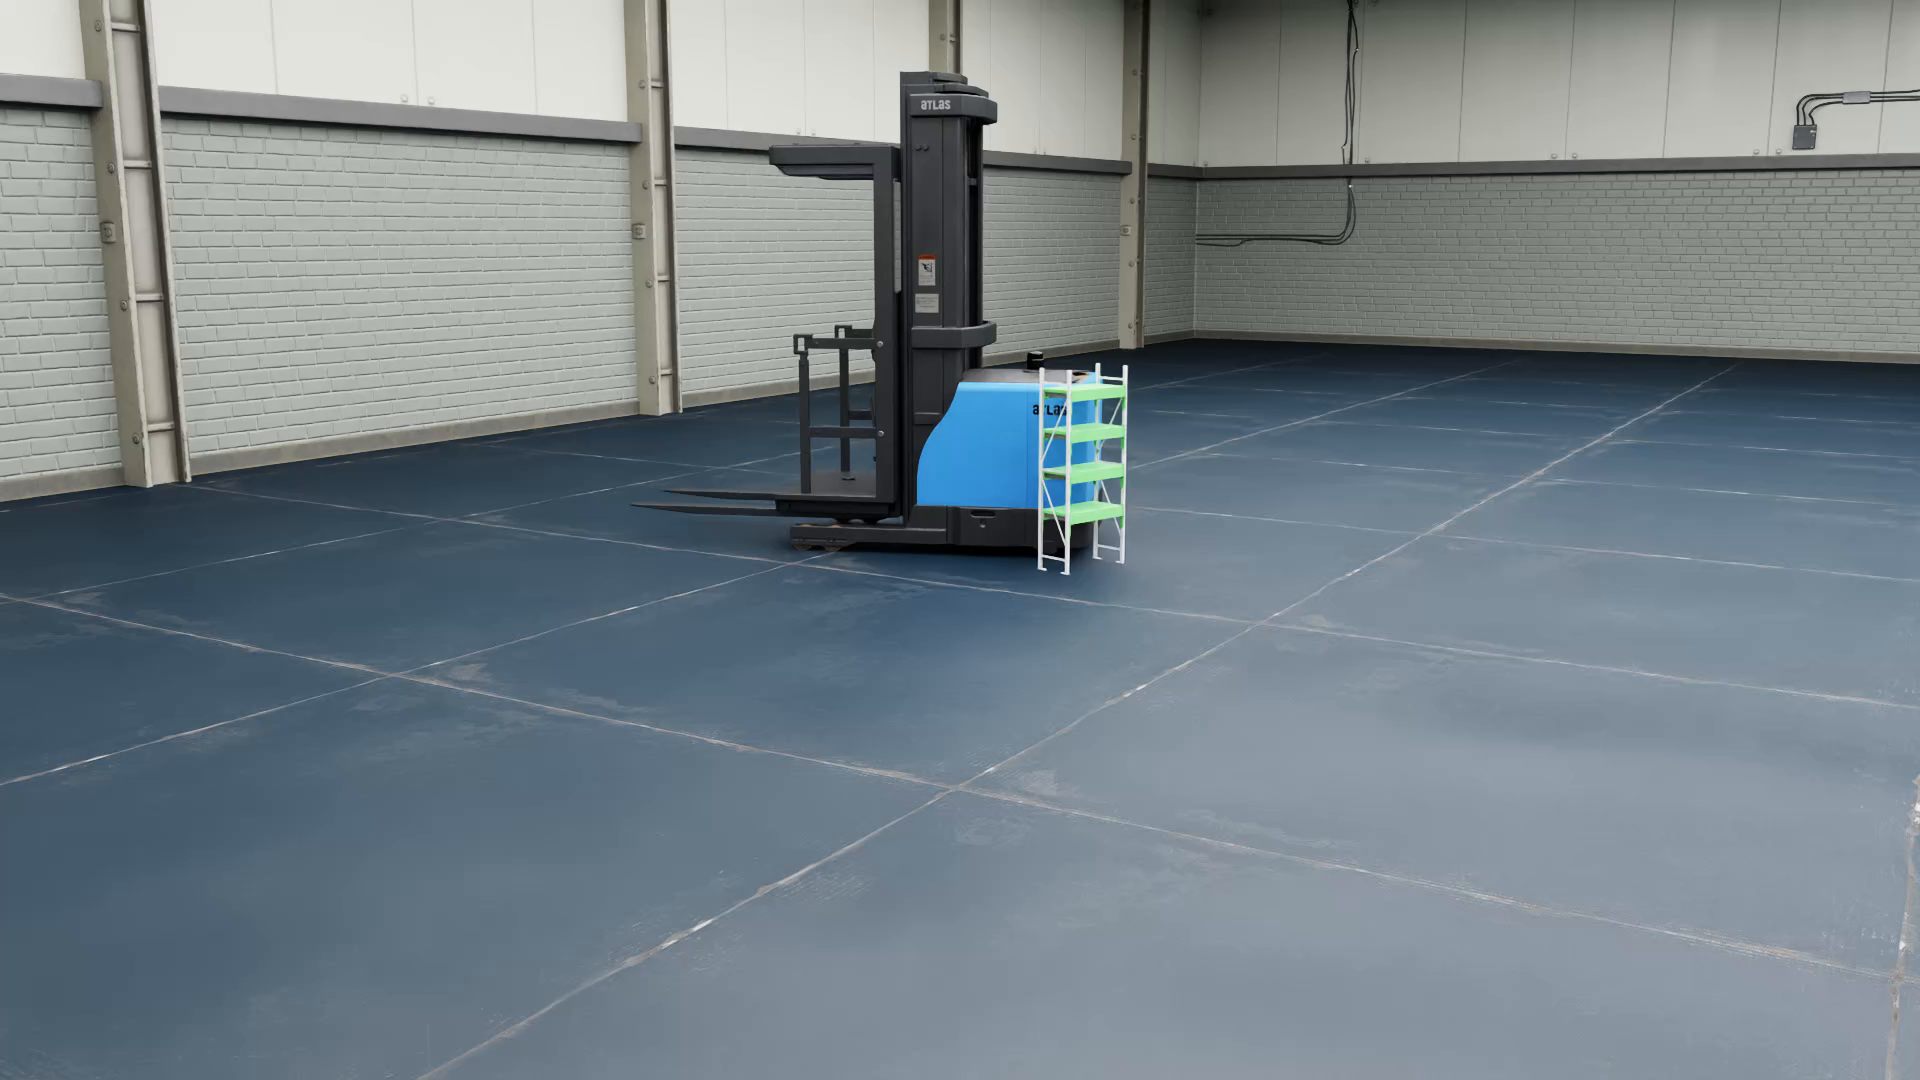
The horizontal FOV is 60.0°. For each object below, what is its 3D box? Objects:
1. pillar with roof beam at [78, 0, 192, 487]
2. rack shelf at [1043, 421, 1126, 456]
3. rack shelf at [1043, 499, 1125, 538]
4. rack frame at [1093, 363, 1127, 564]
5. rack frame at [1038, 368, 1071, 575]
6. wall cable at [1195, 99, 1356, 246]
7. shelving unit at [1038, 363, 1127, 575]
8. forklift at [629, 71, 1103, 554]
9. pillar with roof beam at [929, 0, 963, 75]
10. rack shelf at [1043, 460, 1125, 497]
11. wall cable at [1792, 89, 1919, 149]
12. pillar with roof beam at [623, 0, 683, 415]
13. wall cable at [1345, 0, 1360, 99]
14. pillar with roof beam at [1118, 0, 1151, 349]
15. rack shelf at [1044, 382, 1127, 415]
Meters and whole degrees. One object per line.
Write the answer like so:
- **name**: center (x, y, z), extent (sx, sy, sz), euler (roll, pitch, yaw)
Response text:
- **pillar with roof beam**: center (-2.743, -4.470, 10.290), extent (9.100, 9.000, 0.400), euler (6, 12, 31)
- **rack shelf**: center (0.731, -0.605, 9.882), extent (0.480, 0.148, 0.258), euler (-10, 14, -42)
- **rack shelf**: center (0.732, -0.133, 9.970), extent (0.480, 0.148, 0.258), euler (-10, 14, -42)
- **rack frame**: center (0.909, -0.463, 10.078), extent (0.015, 1.200, 0.240), euler (-10, 14, -42)
- **rack frame**: center (0.554, -0.401, 9.750), extent (0.015, 1.200, 0.240), euler (-10, 14, -42)
- **wall cable**: center (5.582, -6.523, 29.694), extent (3.097, 2.526, 0.112), euler (6, 12, 31)
- **shelving unit**: center (0.731, -0.432, 9.914), extent (0.503, 1.200, 0.258), euler (-10, 14, -42)
- **forklift**: center (-0.619, -1.462, 10.714), extent (3.031, 2.935, 1.130), euler (2, 11, 10)
- **pillar with roof beam**: center (3.487, -6.357, 20.371), extent (9.100, 9.000, 0.400), euler (6, 12, 31)
- **rack shelf**: center (0.731, -0.369, 9.926), extent (0.480, 0.148, 0.258), euler (-10, 14, -42)
- **wall cable**: center (13.688, -8.811, 24.237), extent (2.305, 6.003, 0.169), euler (6, 12, 31)
- **pillar with roof beam**: center (0.372, -5.413, 15.331), extent (9.100, 9.000, 0.400), euler (6, 12, 31)
- **wall cable**: center (7.895, -8.747, 27.849), extent (3.097, 2.526, 0.112), euler (6, 12, 31)
- **pillar with roof beam**: center (6.602, -7.301, 25.411), extent (9.100, 9.000, 0.400), euler (6, 12, 31)
- **rack shelf**: center (0.731, -0.841, 9.838), extent (0.480, 0.148, 0.258), euler (-10, 14, -42)
